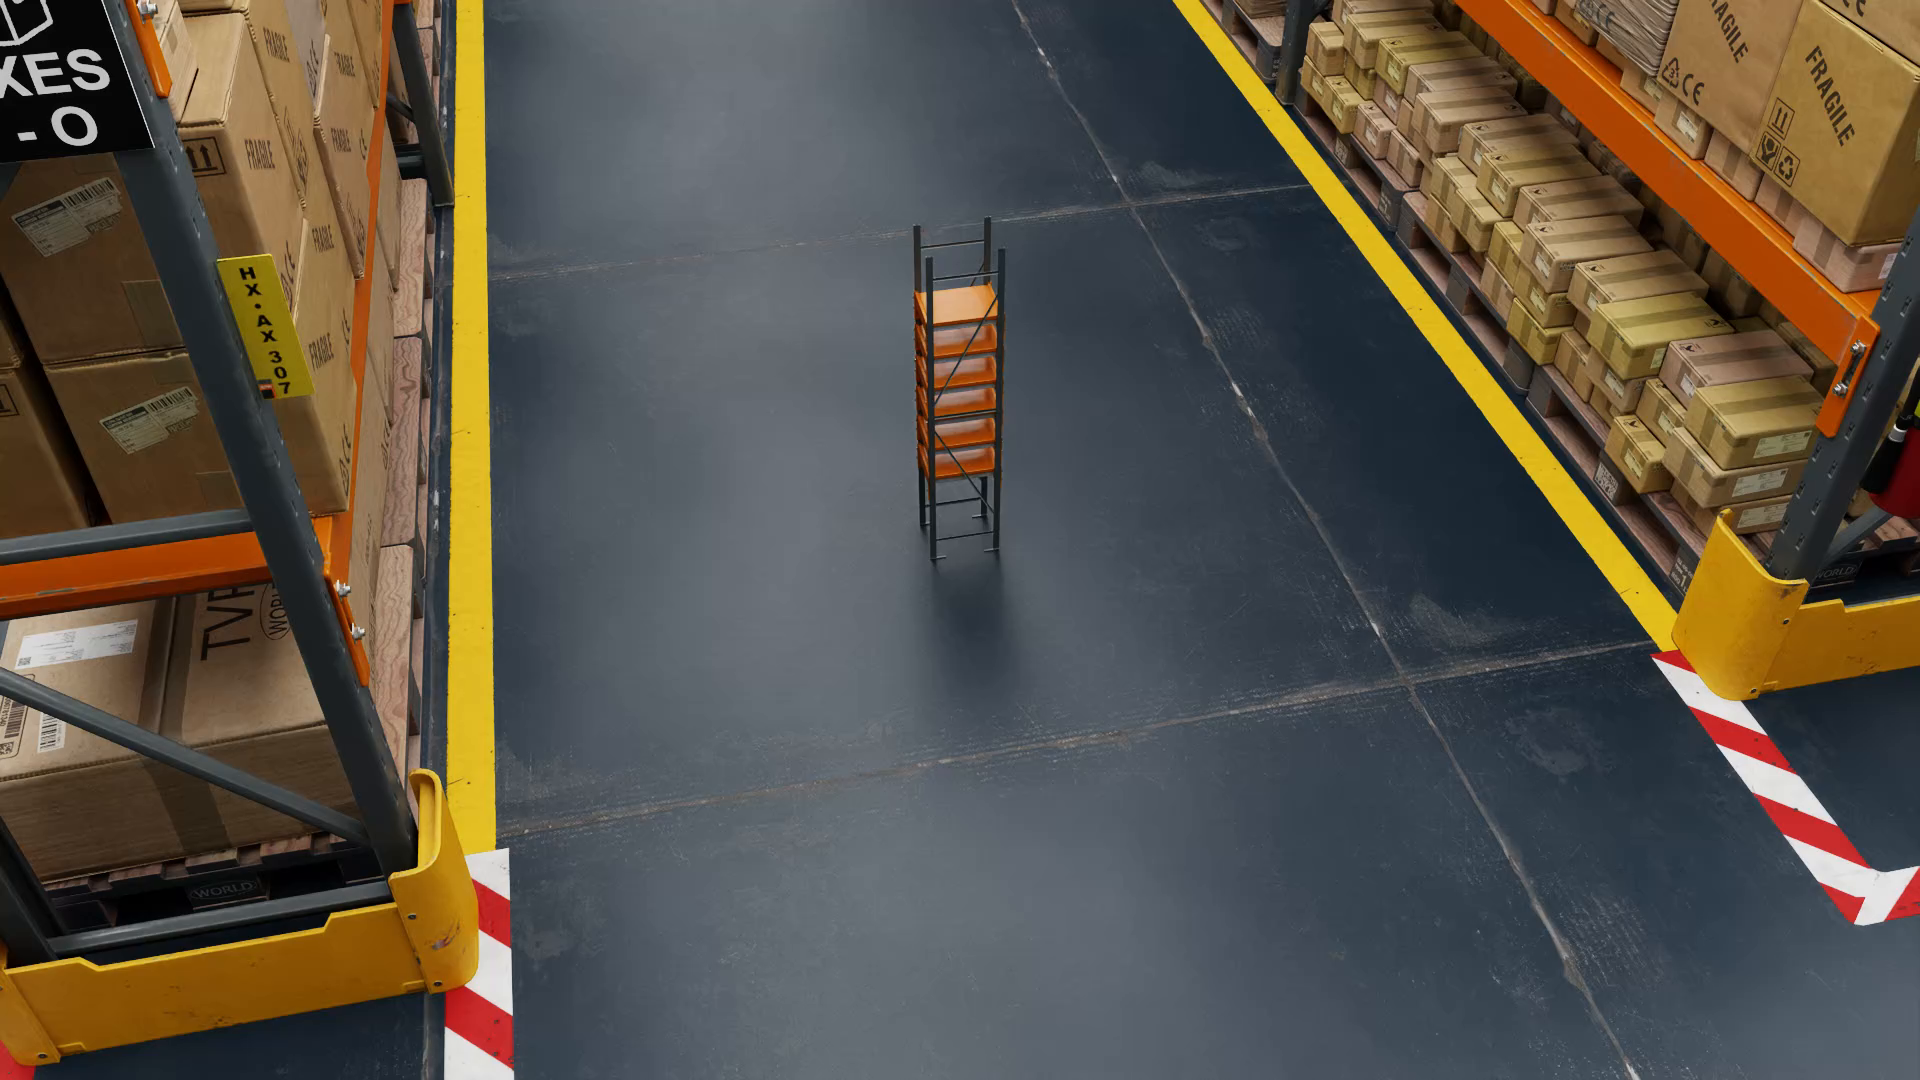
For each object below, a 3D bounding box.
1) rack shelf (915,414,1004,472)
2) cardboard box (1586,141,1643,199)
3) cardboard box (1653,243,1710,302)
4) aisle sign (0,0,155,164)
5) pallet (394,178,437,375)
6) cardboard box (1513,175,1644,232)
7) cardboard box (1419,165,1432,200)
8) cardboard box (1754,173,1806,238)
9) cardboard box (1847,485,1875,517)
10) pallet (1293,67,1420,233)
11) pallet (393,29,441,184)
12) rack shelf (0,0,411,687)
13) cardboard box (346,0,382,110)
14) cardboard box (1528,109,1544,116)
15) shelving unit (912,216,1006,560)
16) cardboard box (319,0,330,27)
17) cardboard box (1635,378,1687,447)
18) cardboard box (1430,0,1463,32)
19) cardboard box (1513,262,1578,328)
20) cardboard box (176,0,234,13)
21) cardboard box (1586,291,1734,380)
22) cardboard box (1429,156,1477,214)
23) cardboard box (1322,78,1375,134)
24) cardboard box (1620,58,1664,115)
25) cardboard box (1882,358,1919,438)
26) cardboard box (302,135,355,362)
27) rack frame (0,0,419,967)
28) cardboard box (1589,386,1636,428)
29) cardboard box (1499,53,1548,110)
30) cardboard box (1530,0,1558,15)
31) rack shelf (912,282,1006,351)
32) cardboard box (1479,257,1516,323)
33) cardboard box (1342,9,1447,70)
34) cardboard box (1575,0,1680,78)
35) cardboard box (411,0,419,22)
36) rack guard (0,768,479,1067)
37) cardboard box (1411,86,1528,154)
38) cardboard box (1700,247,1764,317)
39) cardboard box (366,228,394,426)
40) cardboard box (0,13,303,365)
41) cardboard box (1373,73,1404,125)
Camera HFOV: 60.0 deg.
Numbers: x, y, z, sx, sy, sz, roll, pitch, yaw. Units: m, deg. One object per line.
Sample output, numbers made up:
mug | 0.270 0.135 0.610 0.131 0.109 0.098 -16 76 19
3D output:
rack shelf | -0.003 -0.335 5.471 0.258 0.103 0.180 -8 42 -9
cardboard box | 2.686 -1.458 6.516 0.380 0.149 0.250 -8 42 -9
cardboard box | 2.813 -1.007 6.232 0.380 0.149 0.250 -10 43 -11
aisle sign | -1.595 -0.949 2.602 0.394 0.787 0.004 -8 42 -9
pallet | -2.669 -1.028 6.749 1.003 0.211 1.213 -8 42 -9
cardboard box | 2.324 -1.228 6.257 0.380 0.149 0.250 -10 43 -11
cardboard box | 2.177 -1.506 7.018 0.380 0.149 0.250 -10 43 -11
cardboard box | 2.555 -1.000 4.807 0.380 0.149 0.250 -8 42 -9
cardboard box | 3.118 -0.233 5.584 0.380 0.149 0.250 -8 42 -8
pallet | 2.234 -1.877 7.705 1.003 0.211 1.213 -8 42 -9
pallet | -2.997 -2.021 7.868 1.003 0.211 1.213 -8 42 -9
rack shelf | -2.325 -1.009 5.170 1.077 0.370 4.000 -8 42 -9
cardboard box | -2.168 -1.692 5.321 0.500 0.500 0.500 -9 42 -10
cardboard box | 2.611 -1.709 7.023 0.380 0.149 0.250 -7 42 -8
shelving unit | -0.003 -0.458 5.362 0.258 1.200 0.189 -8 42 -9
cardboard box | -2.064 -1.735 4.617 0.500 0.500 0.500 -8 42 -9
cardboard box | 2.522 -0.437 5.590 0.380 0.149 0.250 -9 42 -10
cardboard box | 2.386 -2.470 7.656 0.380 0.149 0.250 -7 42 -8
cardboard box | 2.287 -0.931 6.146 0.380 0.149 0.250 -8 42 -9
cardboard box | -1.770 -1.250 3.582 0.380 0.149 0.250 -7 42 -8
cardboard box | 2.379 -0.698 5.660 0.380 0.149 0.250 -9 42 -10
cardboard box | 2.135 -1.437 6.717 0.380 0.149 0.250 -9 42 -10
cardboard box | 1.877 -1.986 7.559 0.380 0.149 0.250 -7 42 -8
cardboard box | 2.380 -1.498 5.367 0.380 0.149 0.250 -10 43 -11
cardboard box | 3.137 -0.459 5.390 0.380 0.149 0.250 -10 43 -11
cardboard box | -1.853 -0.696 4.199 0.500 0.500 0.500 -9 42 -10
rack frame | -1.893 0.018 3.470 1.000 3.000 0.127 -8 42 -9
cardboard box | 2.474 -0.495 5.879 0.380 0.149 0.250 -9 42 -9
cardboard box | 2.520 -1.970 7.093 0.380 0.149 0.250 -7 42 -8
cardboard box | 2.231 -2.011 5.946 0.380 0.149 0.250 -7 42 -8
rack shelf | -0.003 -0.694 5.153 0.258 0.103 0.180 -8 42 -9
cardboard box | 2.252 -0.989 6.436 0.380 0.149 0.250 -8 42 -8
cardboard box | 1.929 -2.223 7.378 0.380 0.149 0.250 -6 42 -7
cardboard box | 2.345 -1.822 5.243 0.500 0.500 0.500 -8 42 -9
cardboard box | -3.171 -2.912 8.055 0.875 0.875 0.875 -7 42 -8
rack guard | -1.888 0.968 4.283 1.175 0.500 0.348 -8 42 -9
cardboard box | 2.085 -1.724 6.815 0.380 0.149 0.250 -7 42 -8
cardboard box | 2.896 -0.951 5.944 0.380 0.149 0.250 -10 43 -11
cardboard box | -2.532 -0.771 5.973 0.875 0.438 0.875 -10 42 -11
cardboard box | -1.719 -0.745 3.502 0.500 0.500 0.500 -9 42 -10
cardboard box | 2.051 -1.967 7.314 0.380 0.149 0.250 -9 42 -10
